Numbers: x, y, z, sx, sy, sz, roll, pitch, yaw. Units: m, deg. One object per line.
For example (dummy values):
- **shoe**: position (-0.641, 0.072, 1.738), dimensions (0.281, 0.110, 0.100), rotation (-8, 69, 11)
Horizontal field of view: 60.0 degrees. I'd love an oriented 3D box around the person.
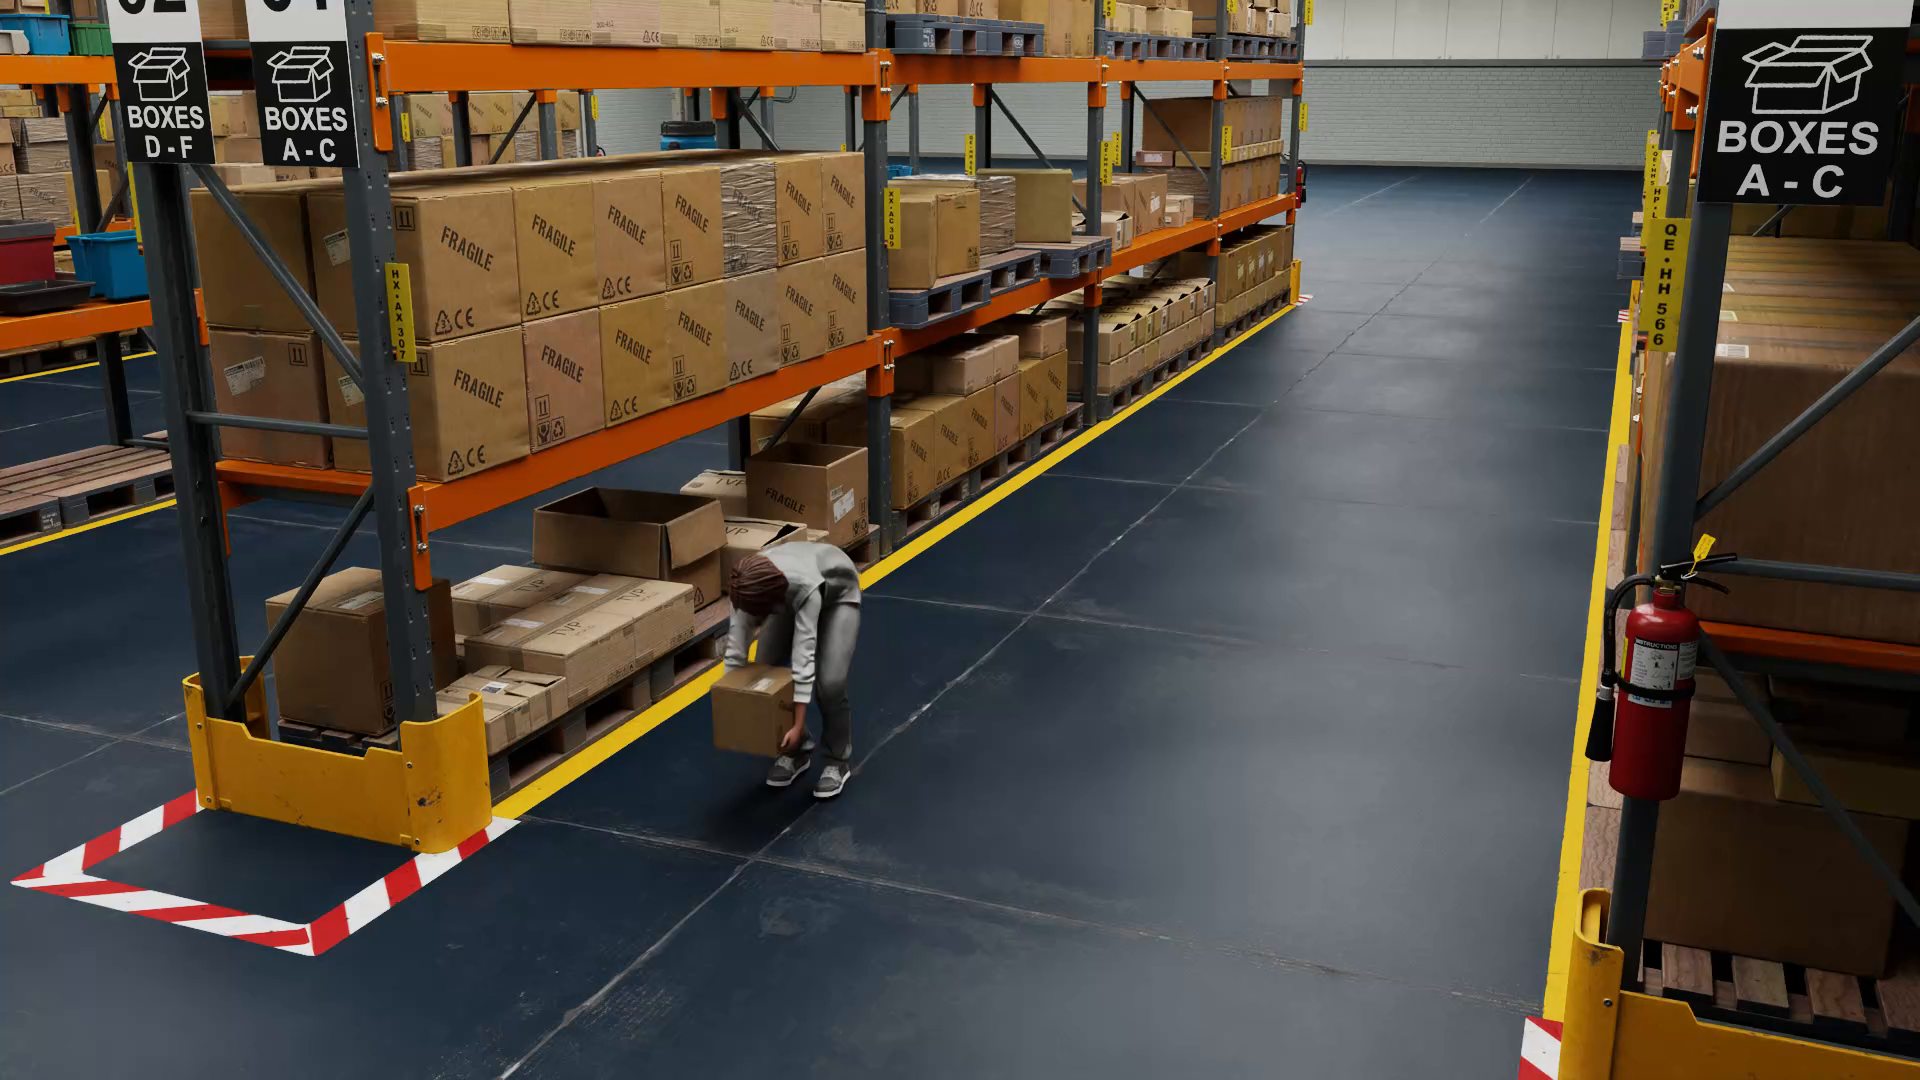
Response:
- **person**: position (-0.641, 0.492, 6.297), dimensions (0.405, 1.056, 0.852), rotation (5, 17, 18)
